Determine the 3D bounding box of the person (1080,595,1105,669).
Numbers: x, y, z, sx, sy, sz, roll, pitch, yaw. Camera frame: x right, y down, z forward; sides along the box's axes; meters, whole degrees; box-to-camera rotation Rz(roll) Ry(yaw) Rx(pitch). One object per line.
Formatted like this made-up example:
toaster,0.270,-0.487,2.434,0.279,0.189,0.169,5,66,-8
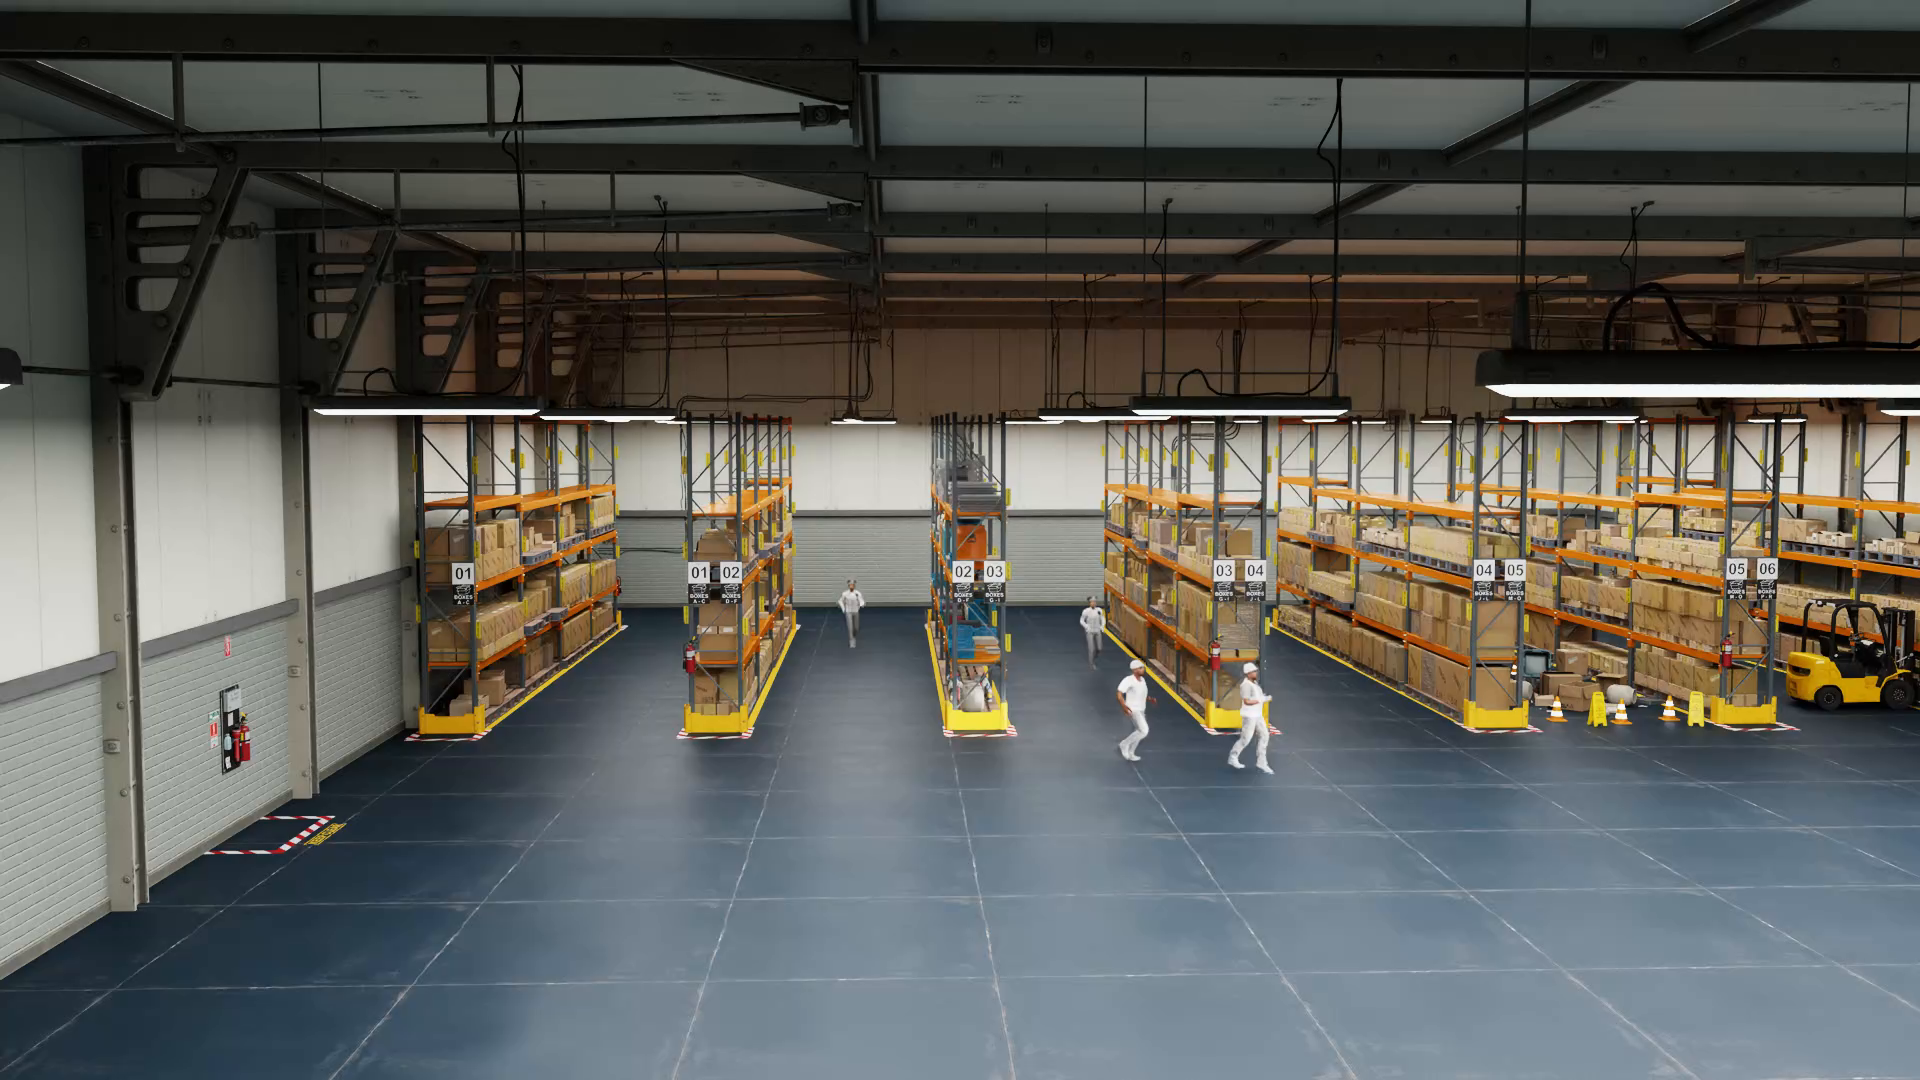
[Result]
person,2.993,2.069,37.213,0.587,1.666,0.501,-1,4,-9

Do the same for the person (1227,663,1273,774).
person,4.809,2.947,27.509,0.763,1.835,0.657,2,4,30

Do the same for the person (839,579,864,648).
person,-2.672,1.801,41.091,0.625,1.670,0.682,-1,4,-11

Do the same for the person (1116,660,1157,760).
person,3.053,2.916,28.496,0.570,1.730,0.707,2,4,29

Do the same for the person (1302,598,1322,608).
person,10.308,1.512,48.859,0.752,1.787,0.723,2,5,31
